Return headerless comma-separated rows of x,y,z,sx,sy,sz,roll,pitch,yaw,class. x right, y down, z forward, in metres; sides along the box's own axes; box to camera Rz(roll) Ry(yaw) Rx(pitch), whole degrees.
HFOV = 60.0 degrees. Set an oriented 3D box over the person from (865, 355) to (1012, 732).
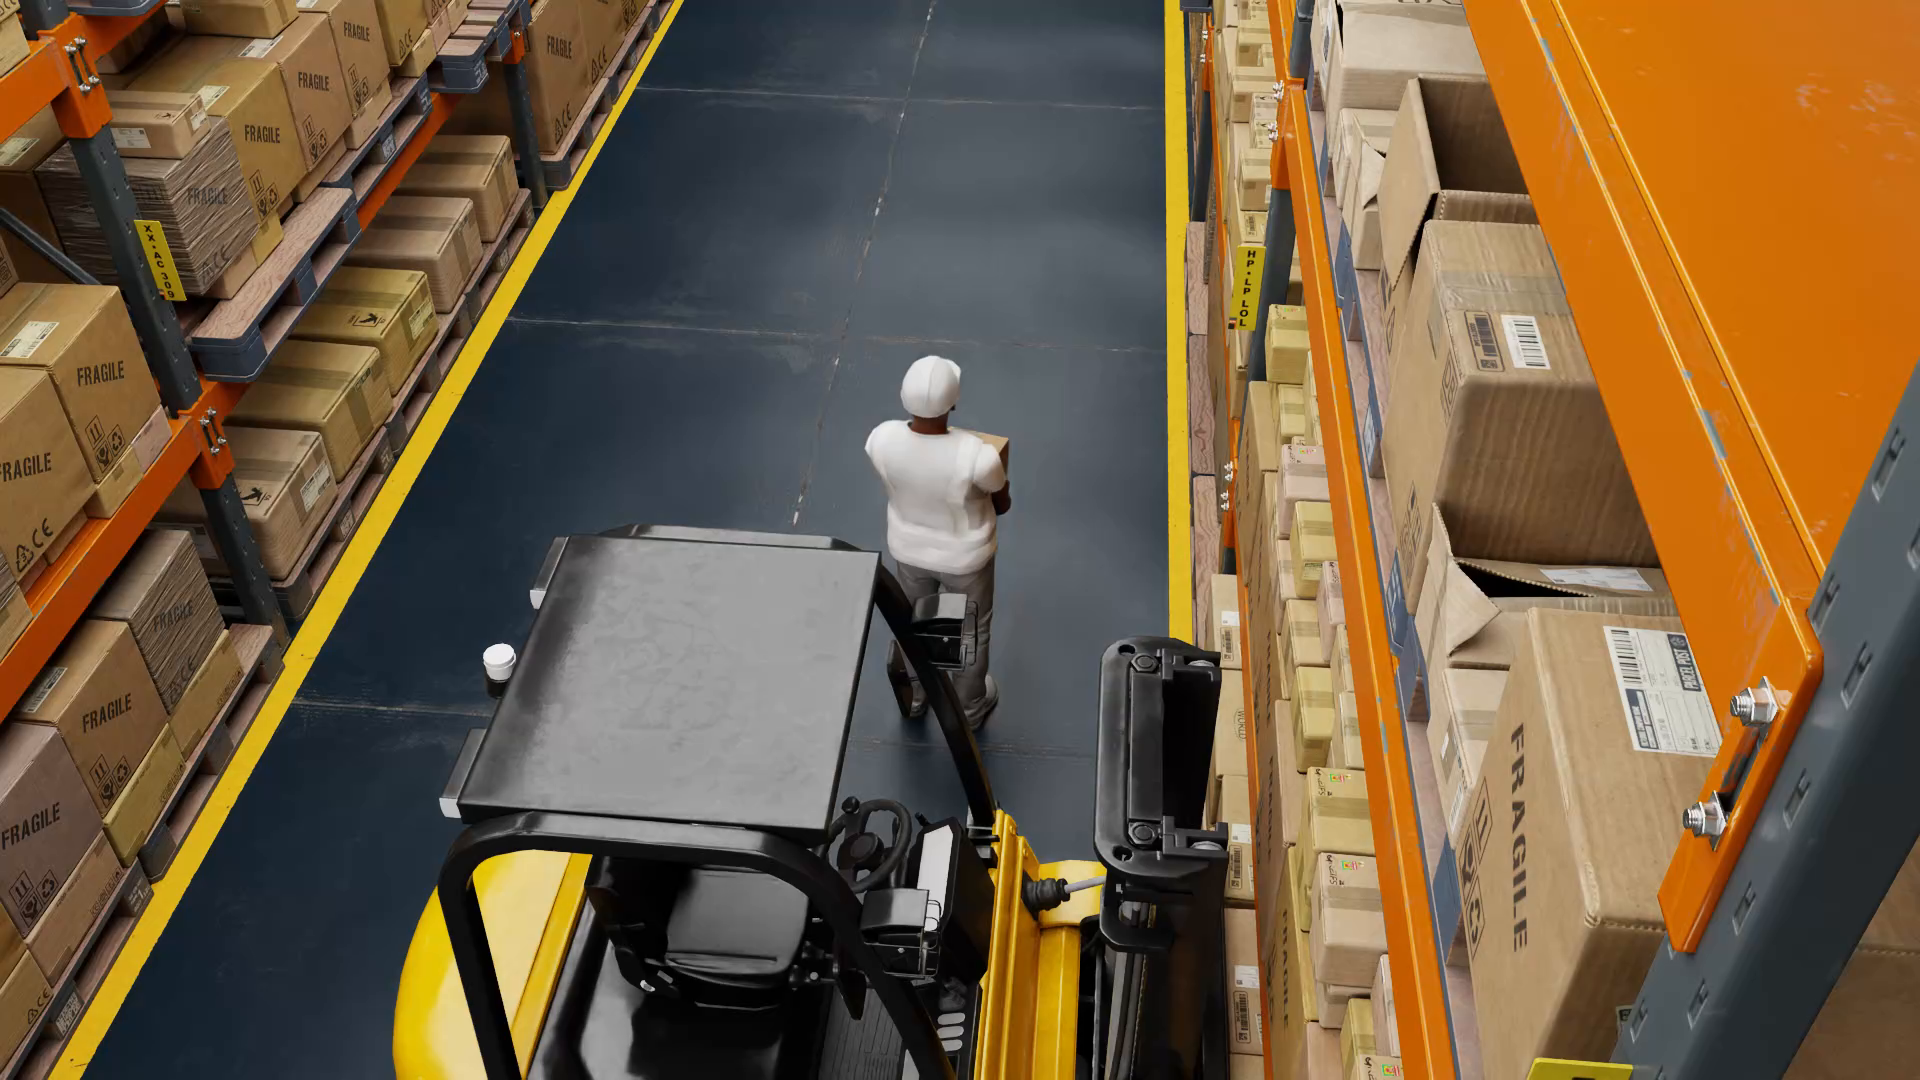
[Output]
-0.046,-0.037,6.480,0.504,1.759,0.584,13,42,15,person
